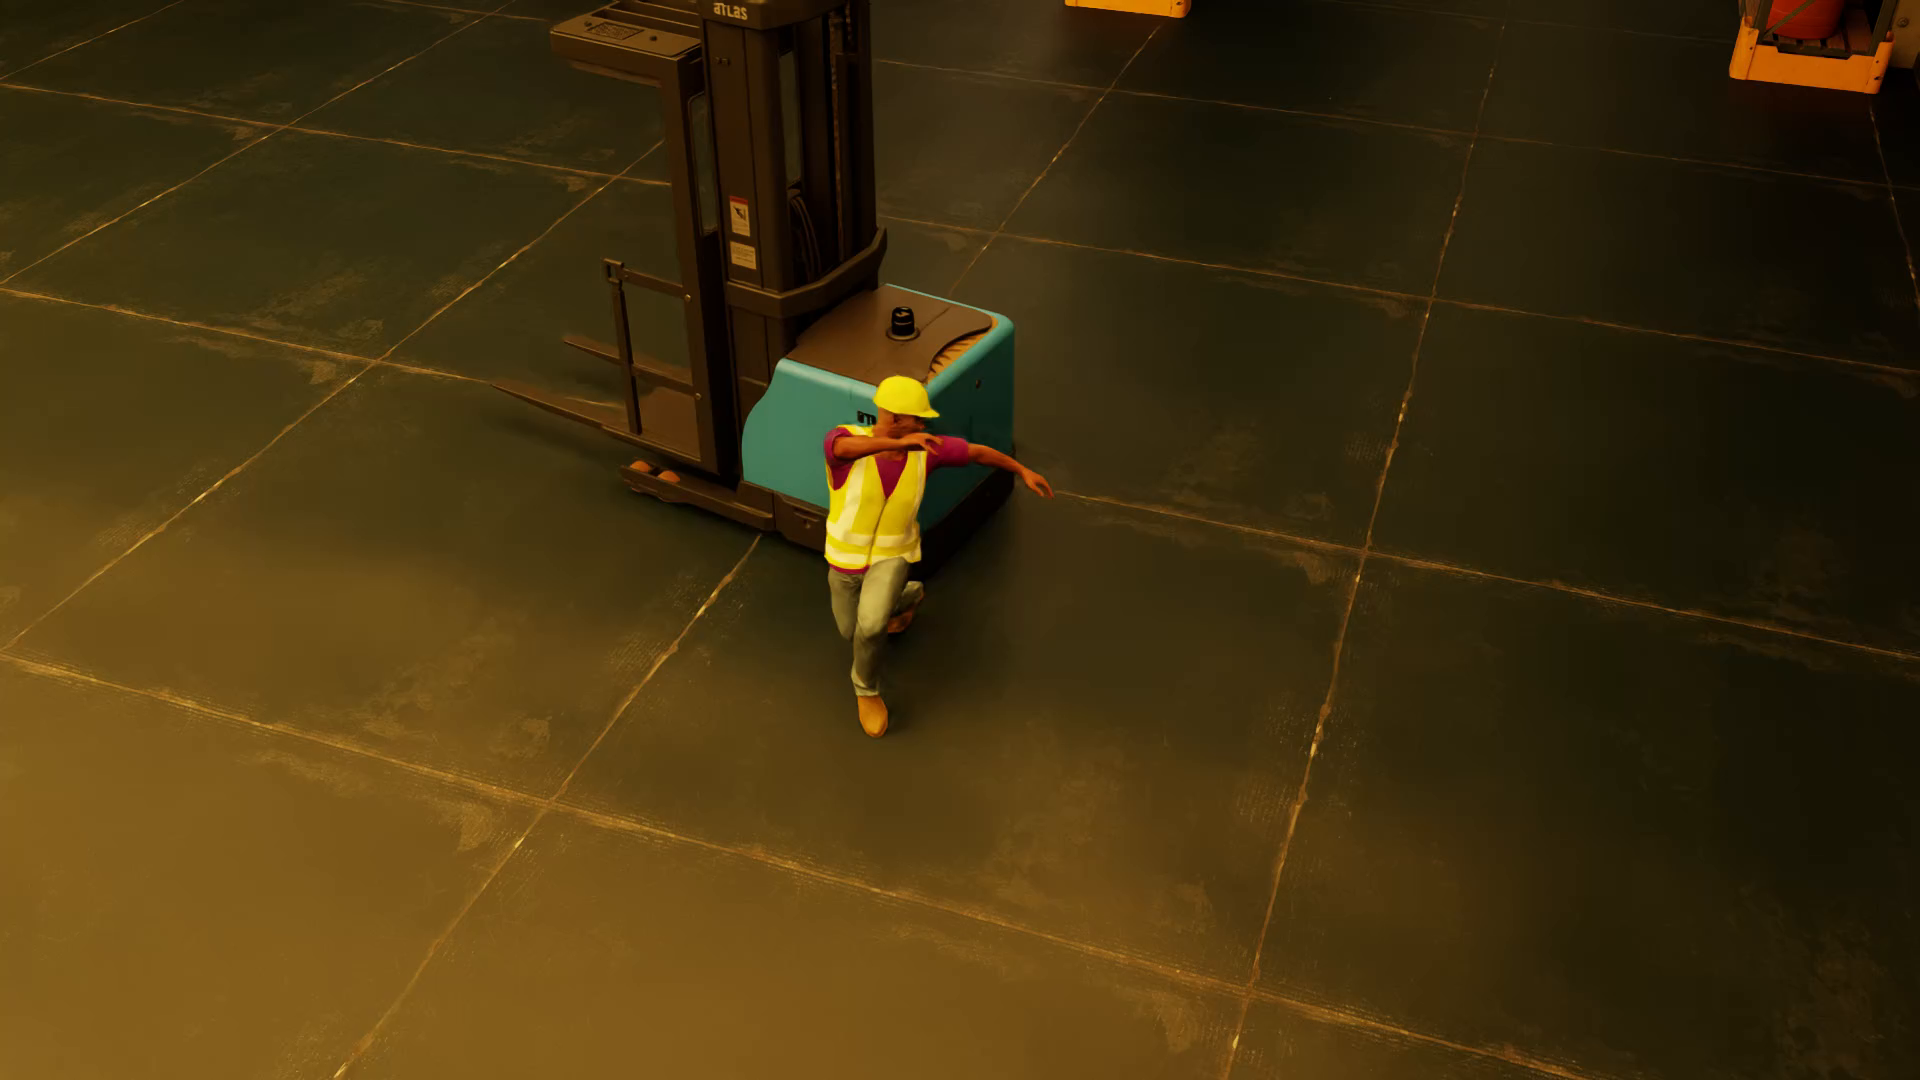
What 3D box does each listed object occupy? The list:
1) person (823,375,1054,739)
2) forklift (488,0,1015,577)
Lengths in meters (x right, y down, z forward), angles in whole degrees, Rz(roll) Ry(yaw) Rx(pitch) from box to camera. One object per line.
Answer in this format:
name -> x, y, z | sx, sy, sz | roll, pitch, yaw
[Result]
person -> -0.107, 0.027, 7.335 | 1.002, 1.465, 0.958 | 3, 35, 5
forklift -> -1.238, -1.638, 8.422 | 3.031, 2.935, 1.130 | 19, 40, 25
